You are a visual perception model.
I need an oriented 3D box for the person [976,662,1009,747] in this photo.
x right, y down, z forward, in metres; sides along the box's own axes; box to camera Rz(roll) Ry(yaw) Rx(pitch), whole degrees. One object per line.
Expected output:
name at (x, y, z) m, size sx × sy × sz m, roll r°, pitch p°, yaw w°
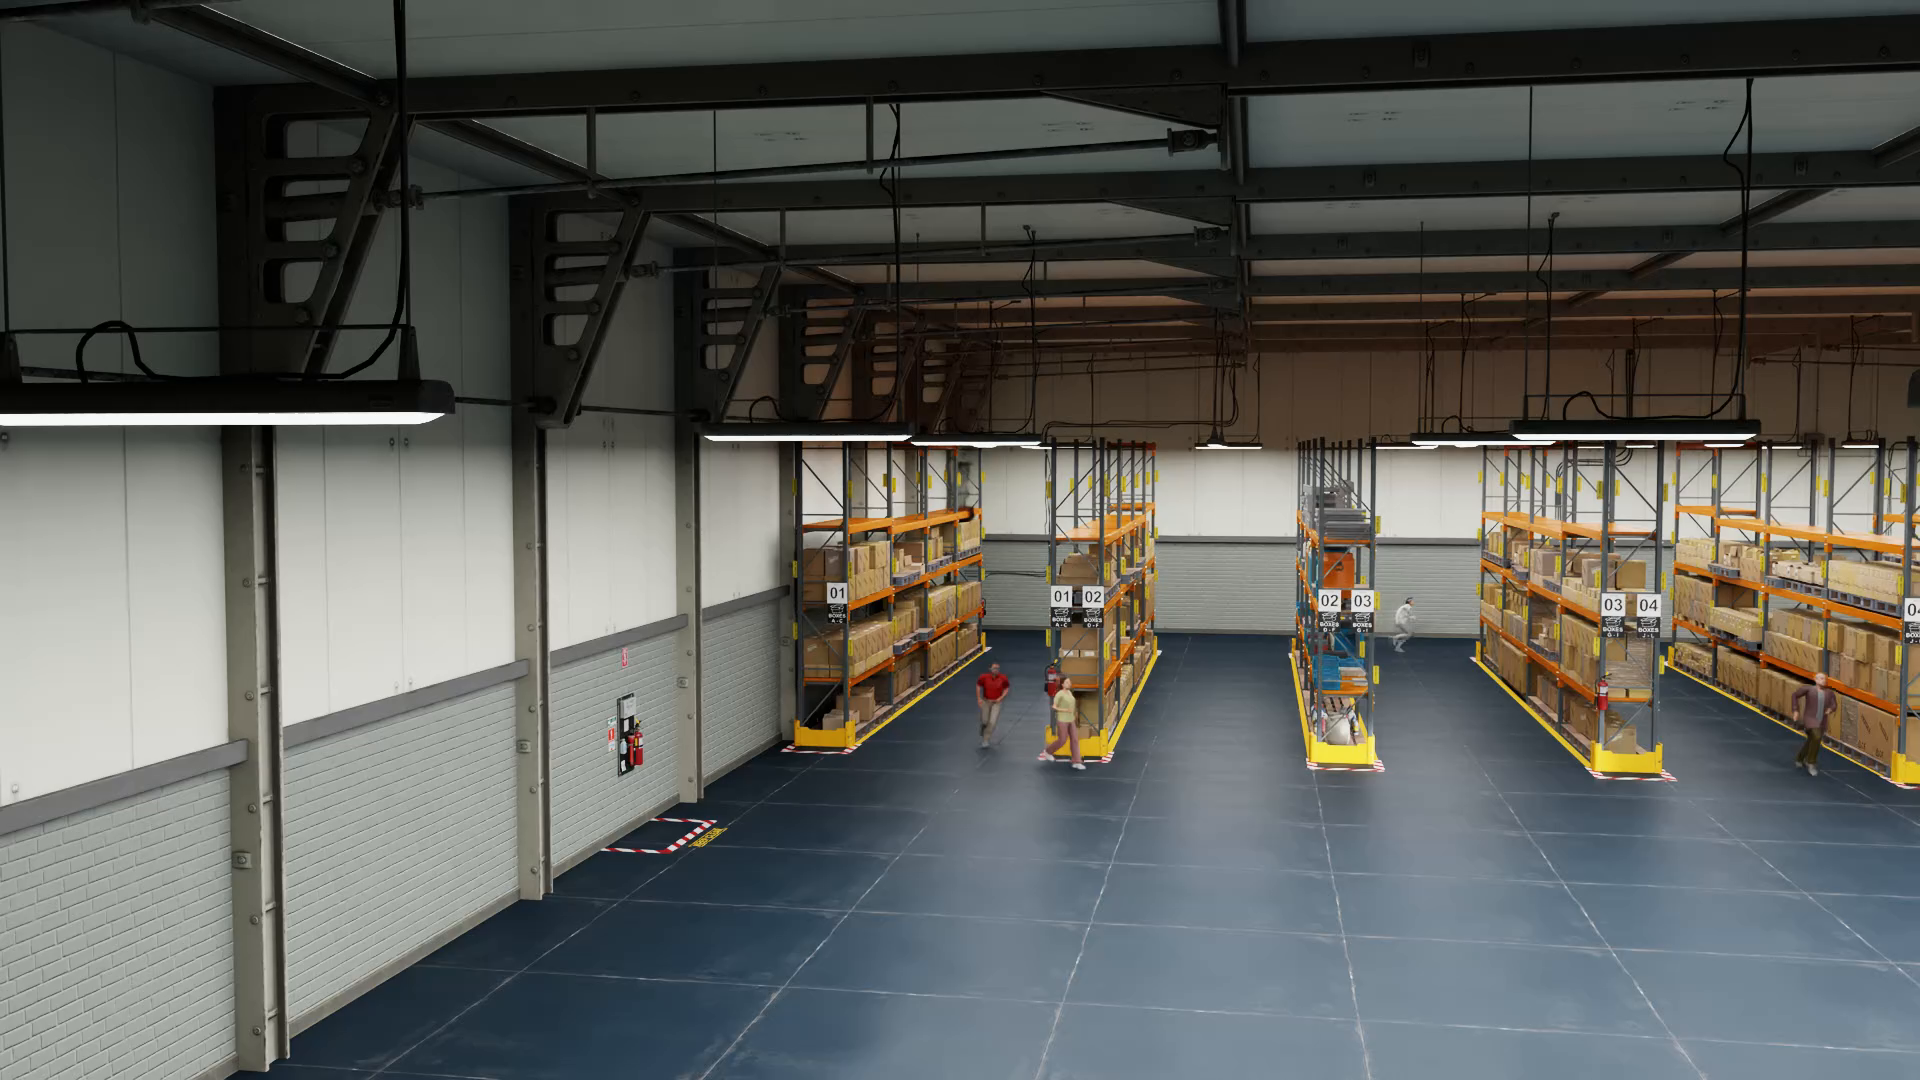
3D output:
person at (0.633, 3.199, 32.509) m, size 0.647 × 1.668 × 0.688 m, roll 0°, pitch 3°, yaw -6°

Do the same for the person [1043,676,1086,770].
person at (1.901, 3.285, 30.045) m, size 0.941 × 1.657 × 0.579 m, roll 3°, pitch 4°, yaw 44°

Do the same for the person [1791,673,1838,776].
person at (15.323, 3.264, 29.738) m, size 0.690 × 1.766 × 0.810 m, roll 0°, pitch 3°, yaw -3°

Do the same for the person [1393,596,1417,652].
person at (12.756, 2.409, 47.686) m, size 0.669 × 1.616 × 0.604 m, roll 1°, pitch 3°, yaw 16°
